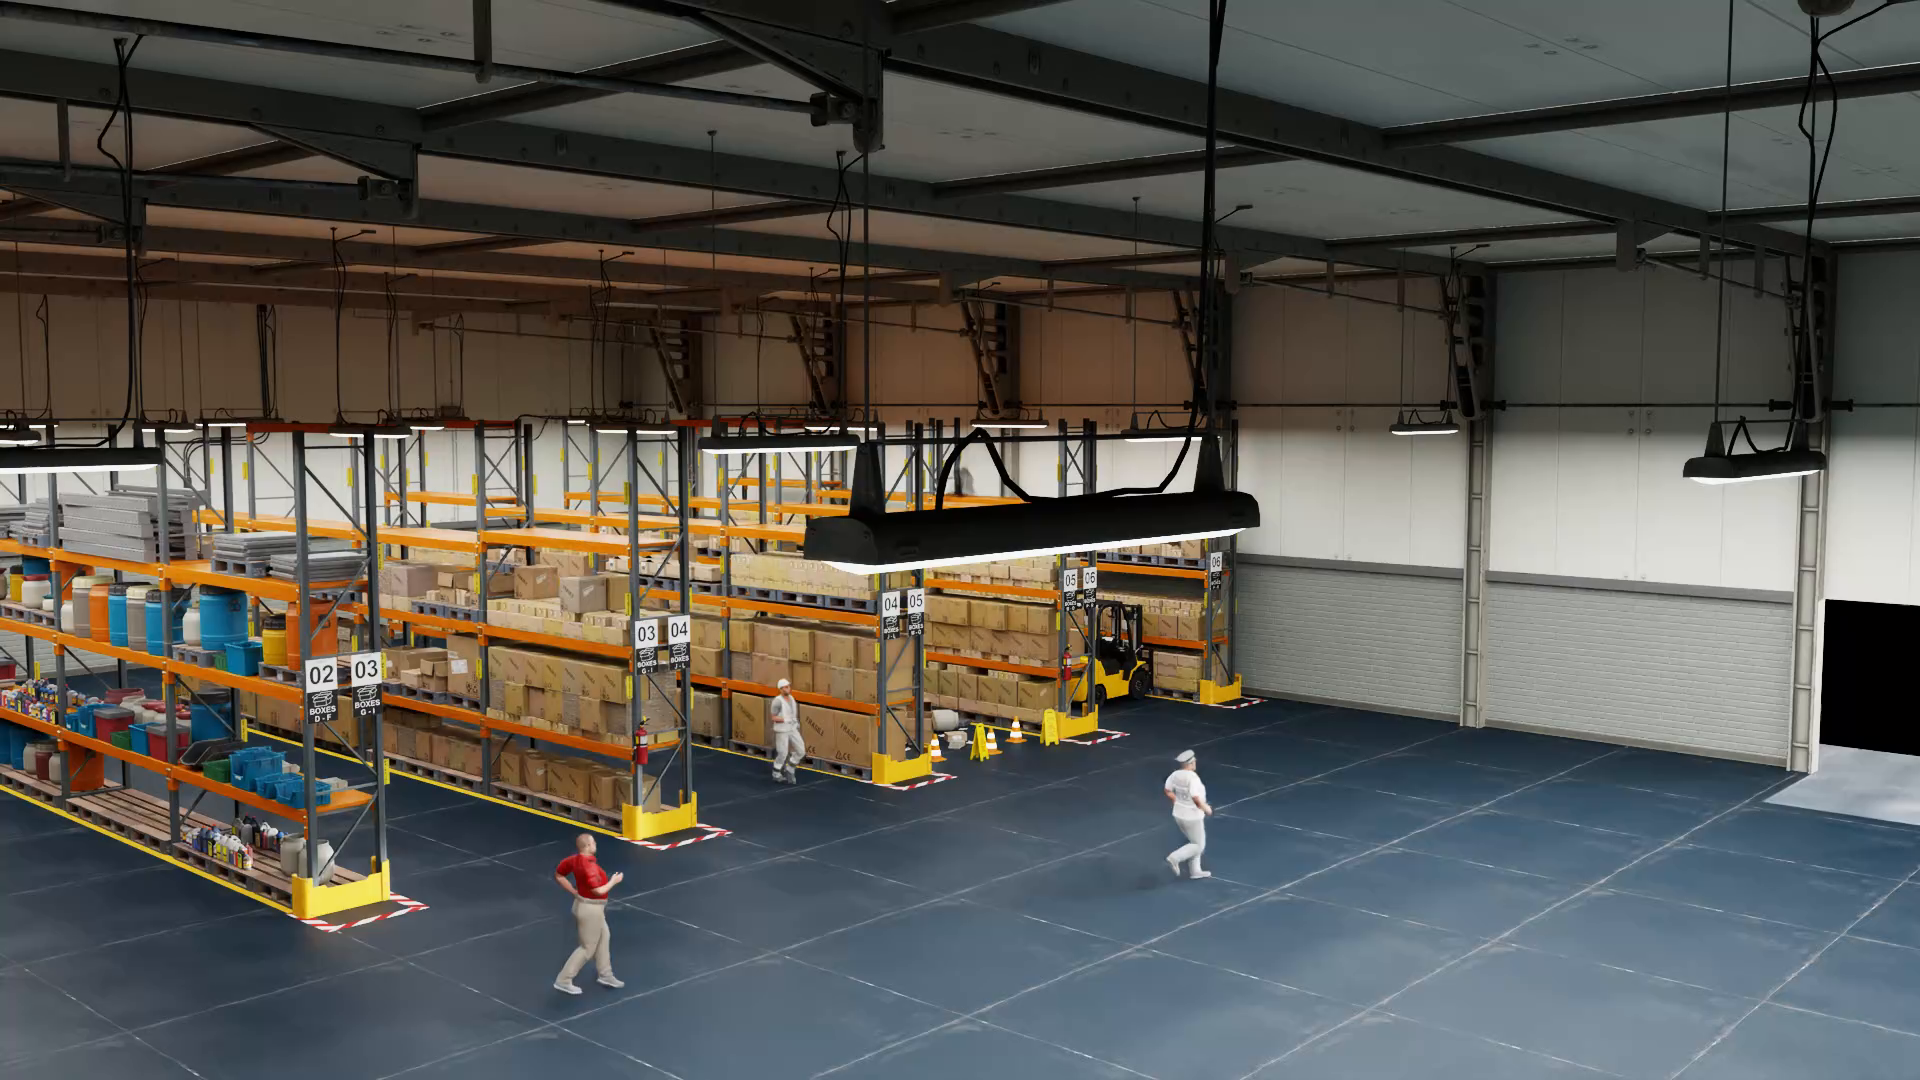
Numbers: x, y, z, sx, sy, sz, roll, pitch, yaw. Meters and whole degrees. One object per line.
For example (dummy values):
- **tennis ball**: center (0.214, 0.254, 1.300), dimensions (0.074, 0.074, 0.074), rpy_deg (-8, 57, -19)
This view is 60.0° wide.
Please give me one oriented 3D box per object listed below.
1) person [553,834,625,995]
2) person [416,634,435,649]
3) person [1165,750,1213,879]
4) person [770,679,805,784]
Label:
- **person**: center (-3.968, 4.006, 17.760), dimensions (0.834, 1.770, 0.651), rpy_deg (-3, 5, -31)
- **person**: center (-12.929, 2.213, 40.454), dimensions (0.564, 1.625, 0.890), rpy_deg (1, 5, 10)
- **person**: center (3.012, 3.651, 22.043), dimensions (0.783, 1.745, 0.680), rpy_deg (-3, 5, -30)
- **person**: center (-2.862, 3.189, 27.612), dimensions (0.692, 1.784, 0.628), rpy_deg (4, 6, 42)
